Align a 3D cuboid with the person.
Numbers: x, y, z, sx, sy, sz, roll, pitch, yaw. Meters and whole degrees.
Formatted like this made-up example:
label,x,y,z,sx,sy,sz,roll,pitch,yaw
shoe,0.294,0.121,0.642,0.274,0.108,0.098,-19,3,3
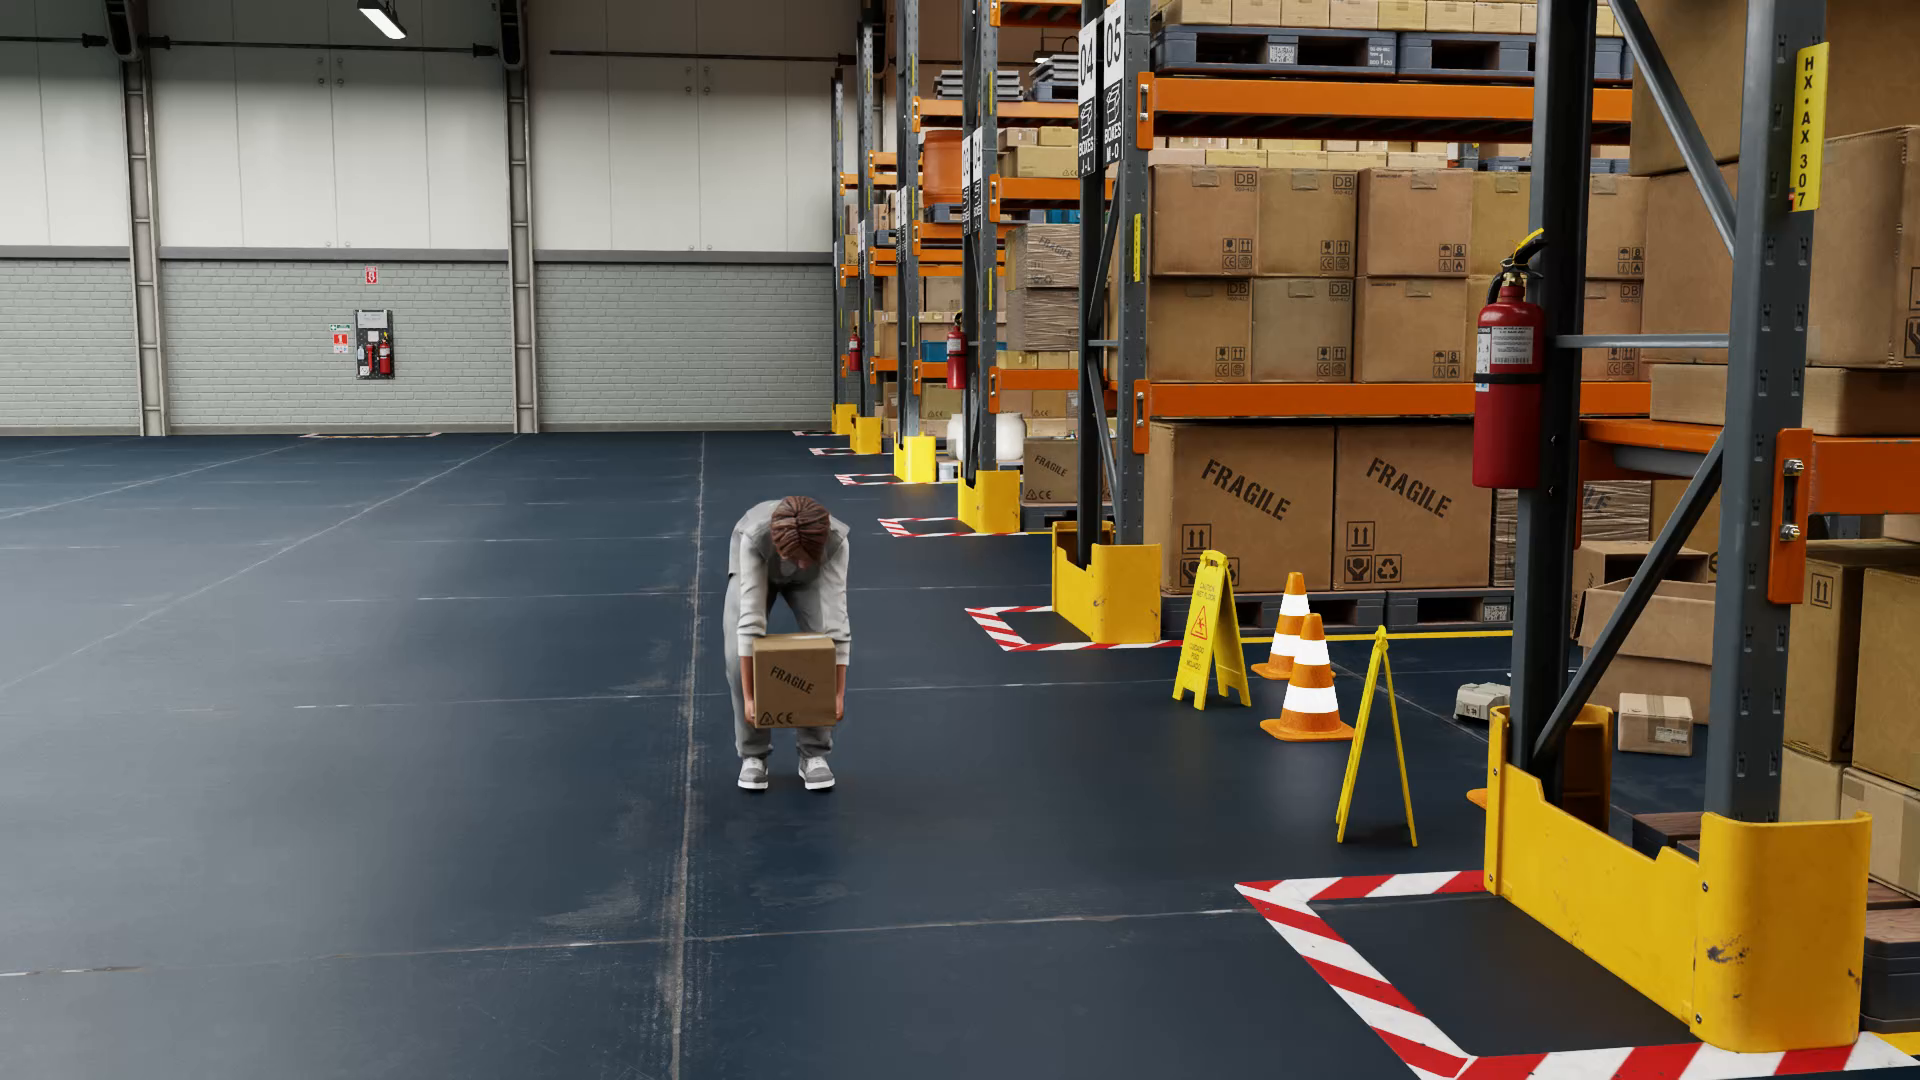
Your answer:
label,x,y,z,sx,sy,sz,roll,pitch,yaw
person,-0.571,0.342,5.516,0.407,1.039,0.855,-1,7,-11
